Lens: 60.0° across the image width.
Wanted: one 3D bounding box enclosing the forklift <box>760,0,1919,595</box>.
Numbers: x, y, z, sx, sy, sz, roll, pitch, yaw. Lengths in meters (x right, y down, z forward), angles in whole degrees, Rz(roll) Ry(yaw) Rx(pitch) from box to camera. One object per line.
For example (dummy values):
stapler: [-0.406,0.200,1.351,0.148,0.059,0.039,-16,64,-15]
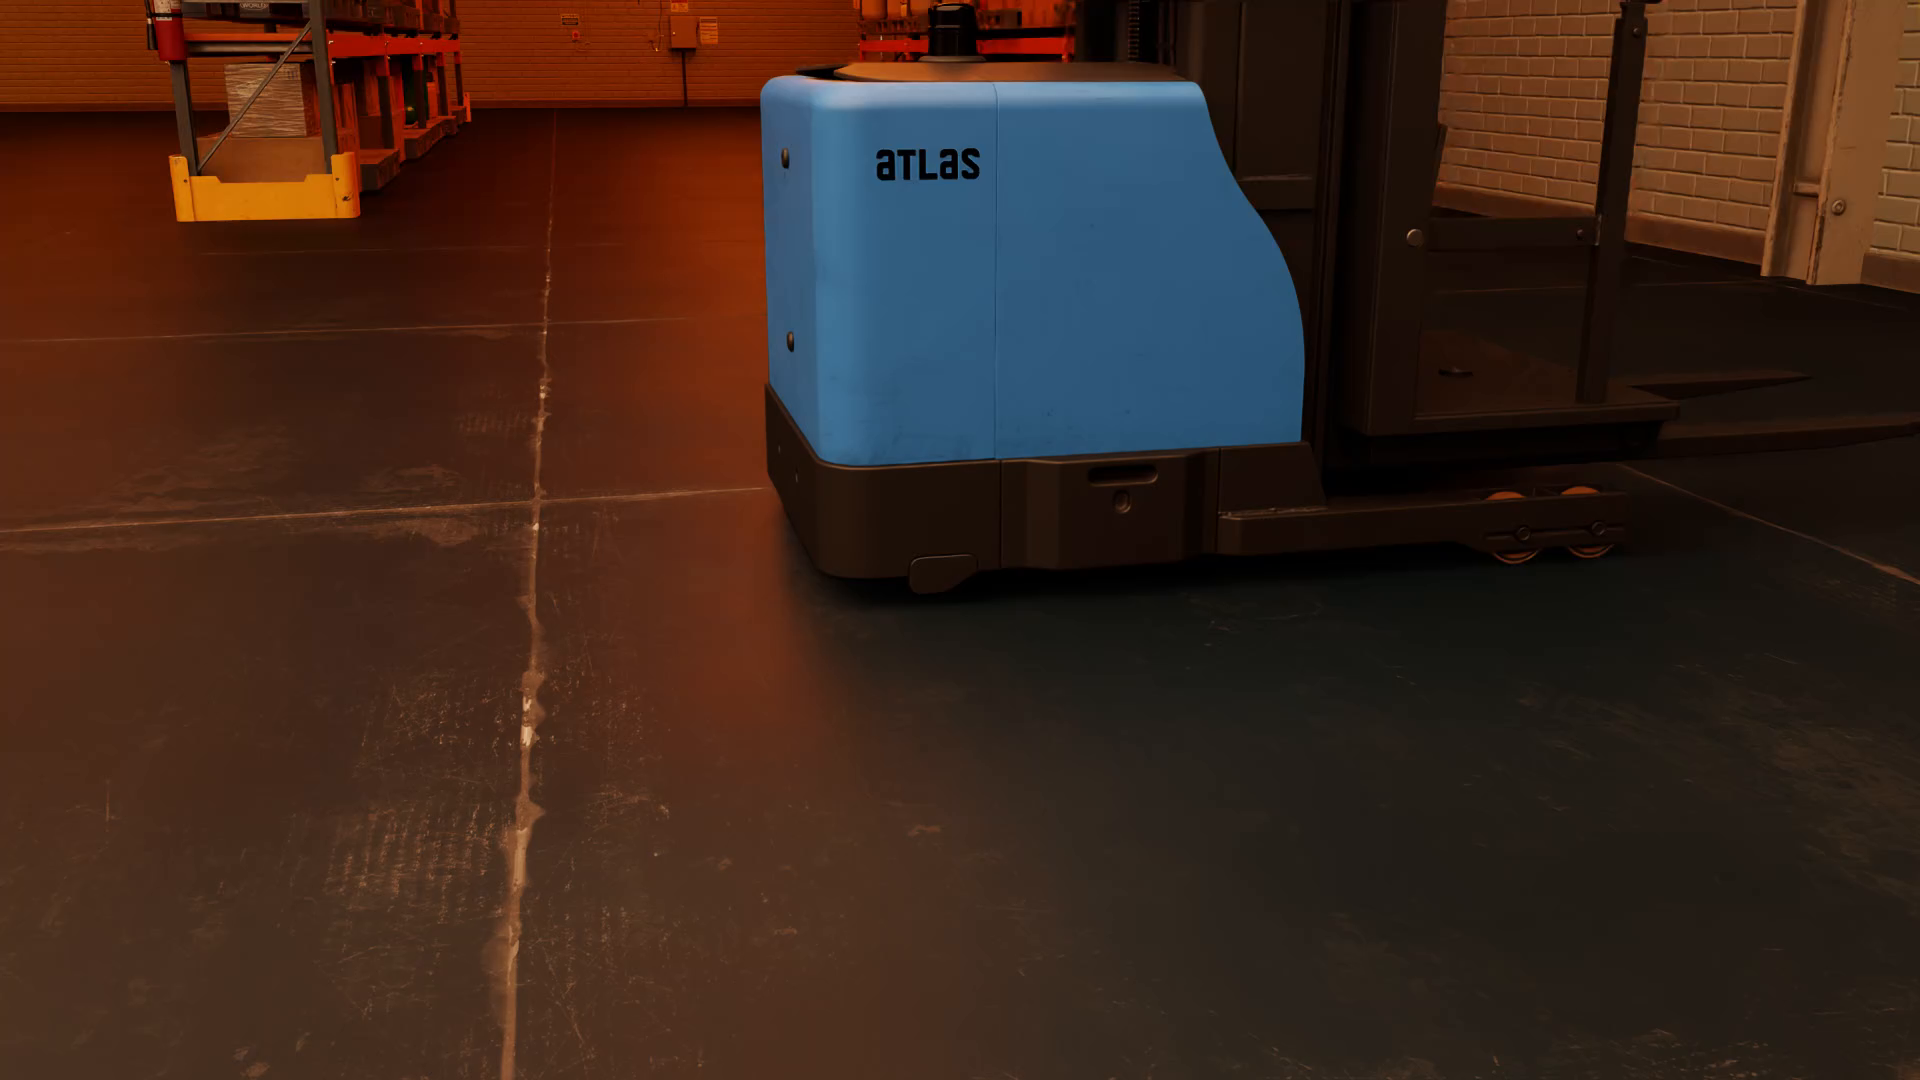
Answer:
forklift: [1.069,-1.492,3.891,3.031,2.935,1.130,-4,17,-13]
